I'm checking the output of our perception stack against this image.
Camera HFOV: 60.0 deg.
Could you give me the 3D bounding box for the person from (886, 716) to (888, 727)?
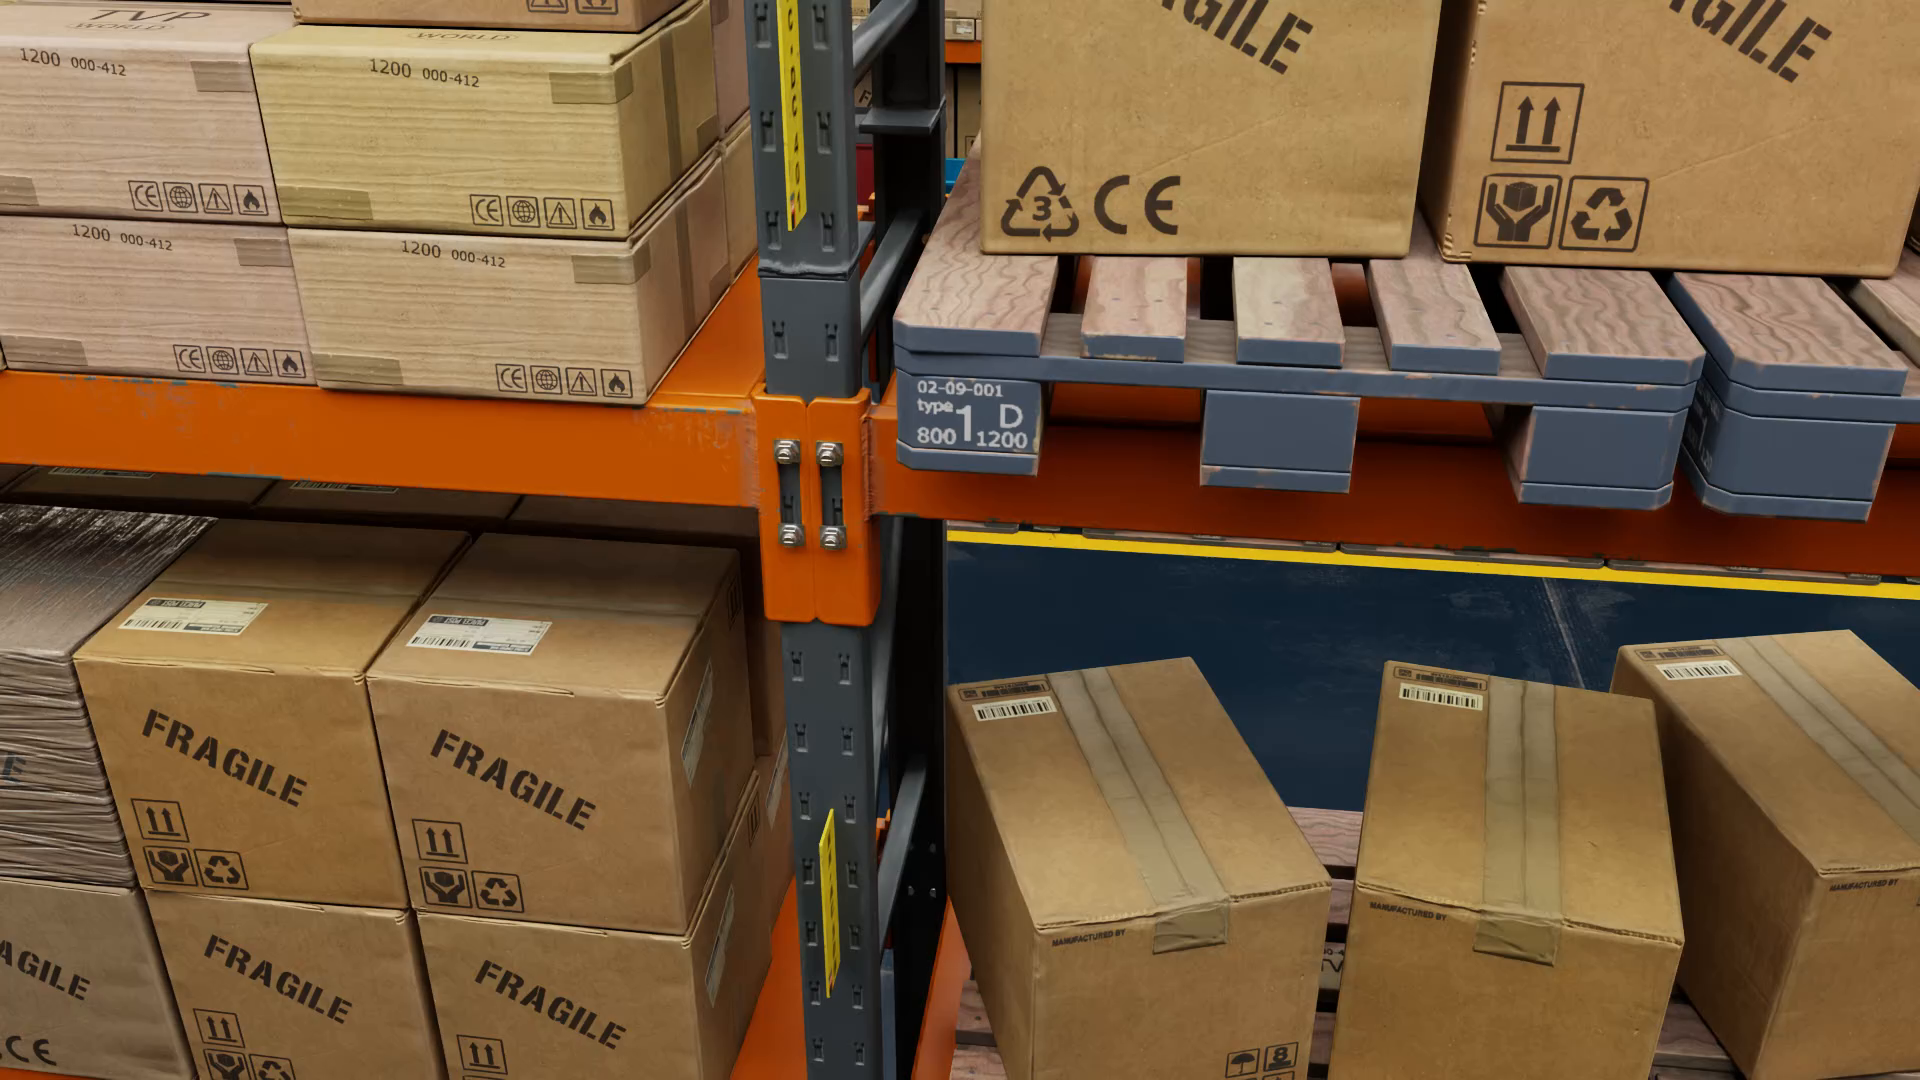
[{"bbox_3d":[-0.470,0.003,6.078,0.519,1.758,0.571,-12,30,-21],"label":"person"}]
